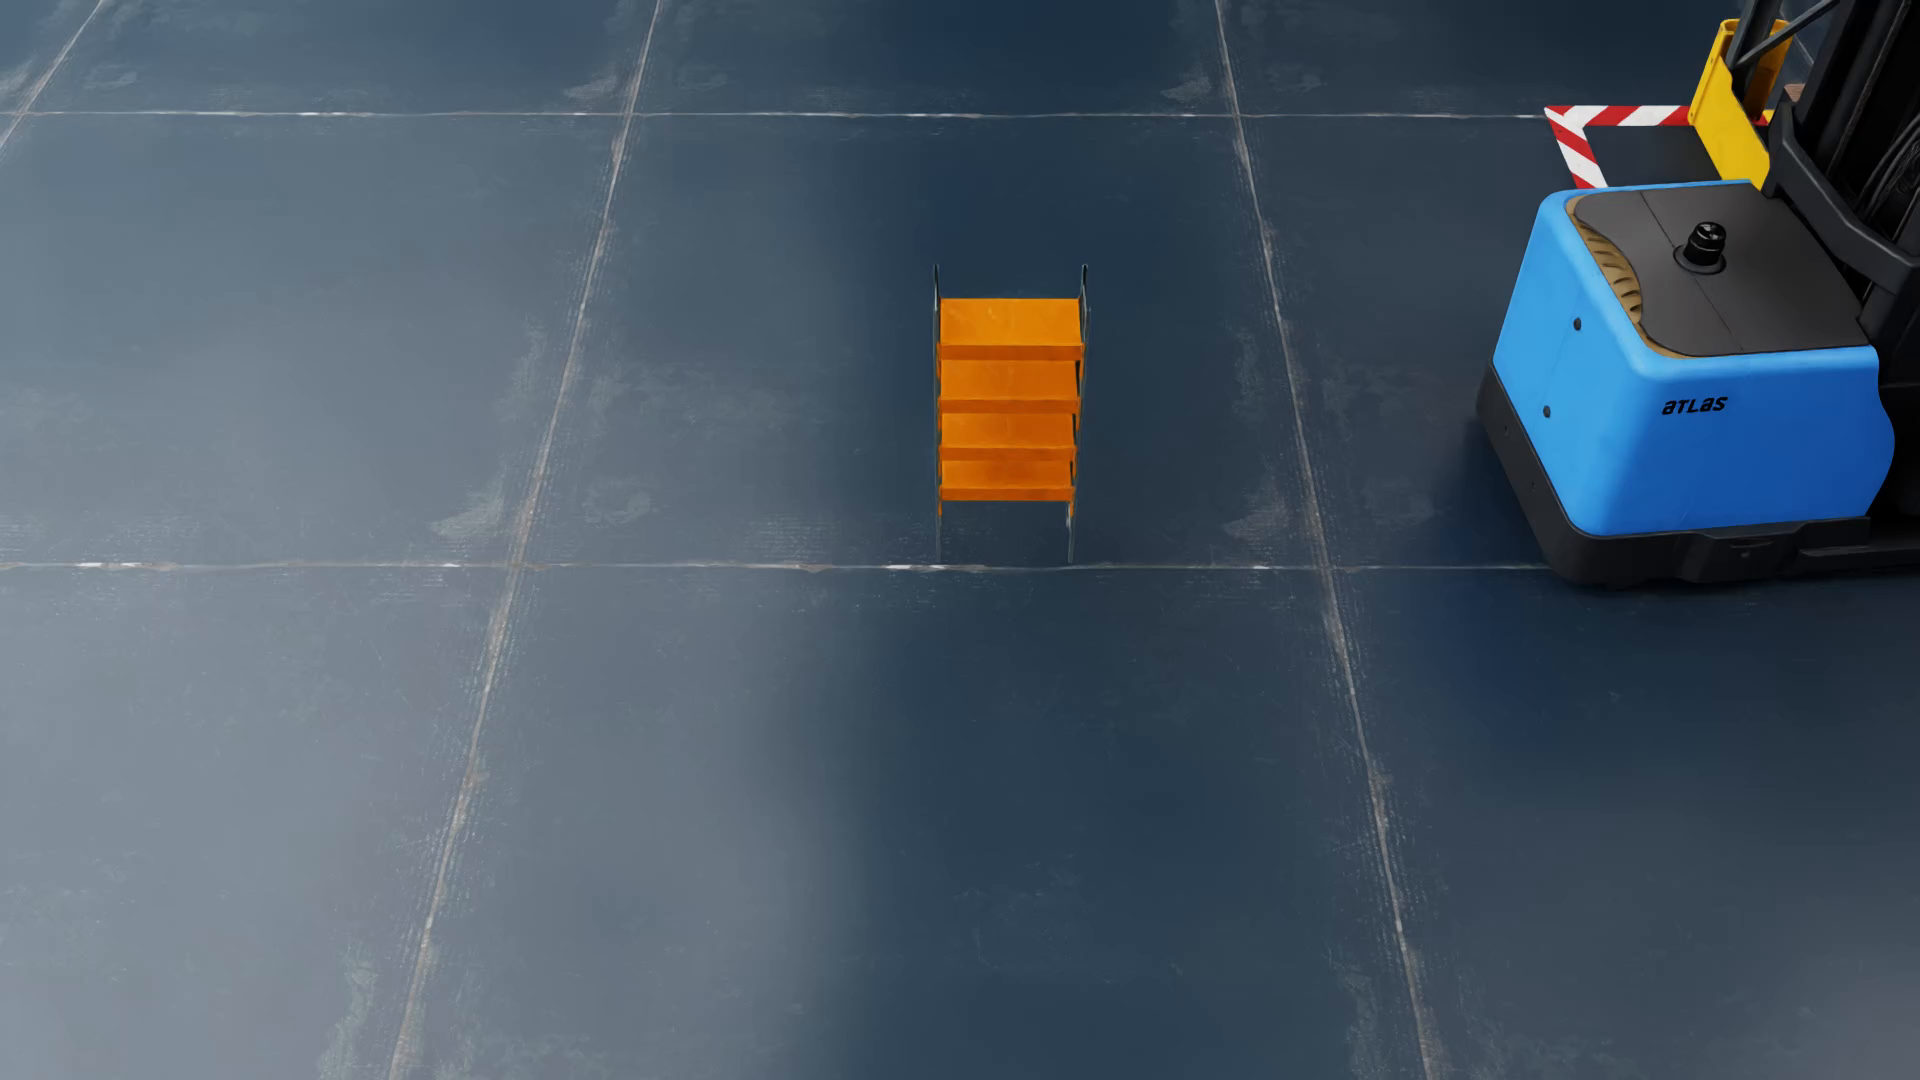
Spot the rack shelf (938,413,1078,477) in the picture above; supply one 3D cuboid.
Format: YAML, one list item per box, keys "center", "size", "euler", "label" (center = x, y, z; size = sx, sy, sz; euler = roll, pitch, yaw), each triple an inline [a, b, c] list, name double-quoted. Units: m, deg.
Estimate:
- center: [0.166, -0.362, 5.860]
  size: [0.480, 0.148, 0.258]
  euler: [0, 47, 0]
  label: "rack shelf"

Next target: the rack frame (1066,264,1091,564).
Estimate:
- center: [0.410, -0.408, 5.810]
  size: [0.015, 1.200, 0.240]
  euler: [0, 47, 0]
  label: "rack frame"

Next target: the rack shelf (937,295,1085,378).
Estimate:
- center: [0.166, -0.676, 5.523]
  size: [0.480, 0.148, 0.258]
  euler: [0, 47, 0]
  label: "rack shelf"

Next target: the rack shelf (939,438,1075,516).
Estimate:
- center: [0.166, -0.227, 6.005]
  size: [0.480, 0.148, 0.258]
  euler: [0, 47, 0]
  label: "rack shelf"

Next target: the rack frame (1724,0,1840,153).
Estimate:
- center: [3.672, -2.680, 6.695]
  size: [0.127, 3.000, 1.000]
  euler: [0, 47, 0]
  label: "rack frame"

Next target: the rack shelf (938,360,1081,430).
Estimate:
- center: [0.166, -0.515, 5.696]
  size: [0.480, 0.148, 0.258]
  euler: [0, 47, 0]
  label: "rack shelf"

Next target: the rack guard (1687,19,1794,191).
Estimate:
- center: [3.748, -1.862, 7.642]
  size: [0.348, 0.500, 1.175]
  euler: [0, 47, 0]
  label: "rack guard"

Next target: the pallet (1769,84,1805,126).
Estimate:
- center: [4.561, -1.758, 7.742]
  size: [1.213, 0.211, 1.003]
  euler: [0, 47, 0]
  label: "pallet"

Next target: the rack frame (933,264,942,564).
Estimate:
- center: [-0.078, -0.409, 5.811]
  size: [0.015, 1.200, 0.240]
  euler: [0, 47, 0]
  label: "rack frame"

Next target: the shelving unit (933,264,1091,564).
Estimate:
- center: [0.166, -0.408, 5.810]
  size: [0.503, 1.200, 0.258]
  euler: [0, 47, 0]
  label: "shelving unit"

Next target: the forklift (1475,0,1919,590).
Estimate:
- center: [3.610, -1.281, 5.440]
  size: [3.031, 2.935, 1.130]
  euler: [-4, 47, -4]
  label: "forklift"
